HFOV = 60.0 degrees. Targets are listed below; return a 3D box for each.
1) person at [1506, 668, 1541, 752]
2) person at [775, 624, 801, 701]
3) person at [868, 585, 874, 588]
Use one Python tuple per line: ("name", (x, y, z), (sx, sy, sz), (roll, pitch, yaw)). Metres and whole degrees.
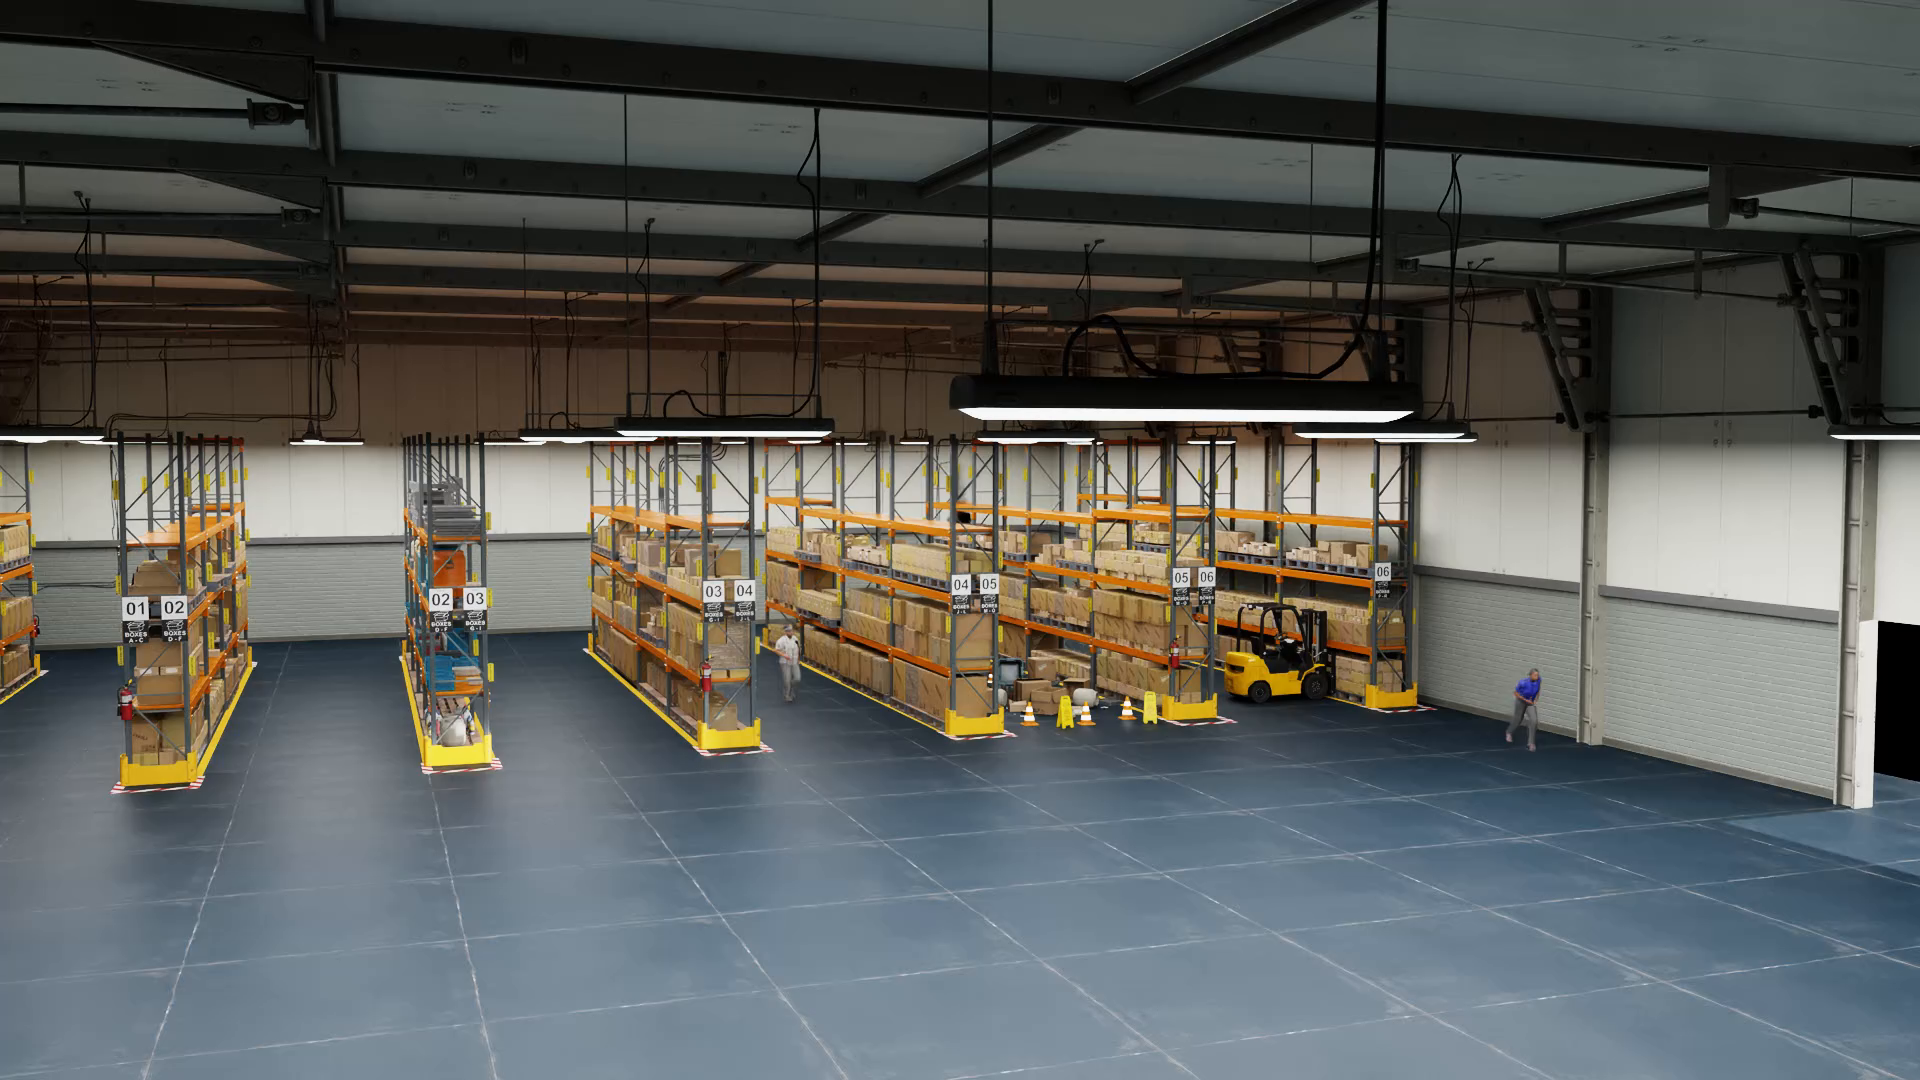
("person", (10.762, 3.201, 31.779), (0.617, 1.615, 0.967), (-1, 3, -17))
("person", (-3.842, 2.767, 37.540), (0.660, 1.747, 0.584), (-2, 4, -33))
("person", (-2.495, 2.059, 46.157), (0.535, 1.610, 0.805), (-1, 3, -22))
